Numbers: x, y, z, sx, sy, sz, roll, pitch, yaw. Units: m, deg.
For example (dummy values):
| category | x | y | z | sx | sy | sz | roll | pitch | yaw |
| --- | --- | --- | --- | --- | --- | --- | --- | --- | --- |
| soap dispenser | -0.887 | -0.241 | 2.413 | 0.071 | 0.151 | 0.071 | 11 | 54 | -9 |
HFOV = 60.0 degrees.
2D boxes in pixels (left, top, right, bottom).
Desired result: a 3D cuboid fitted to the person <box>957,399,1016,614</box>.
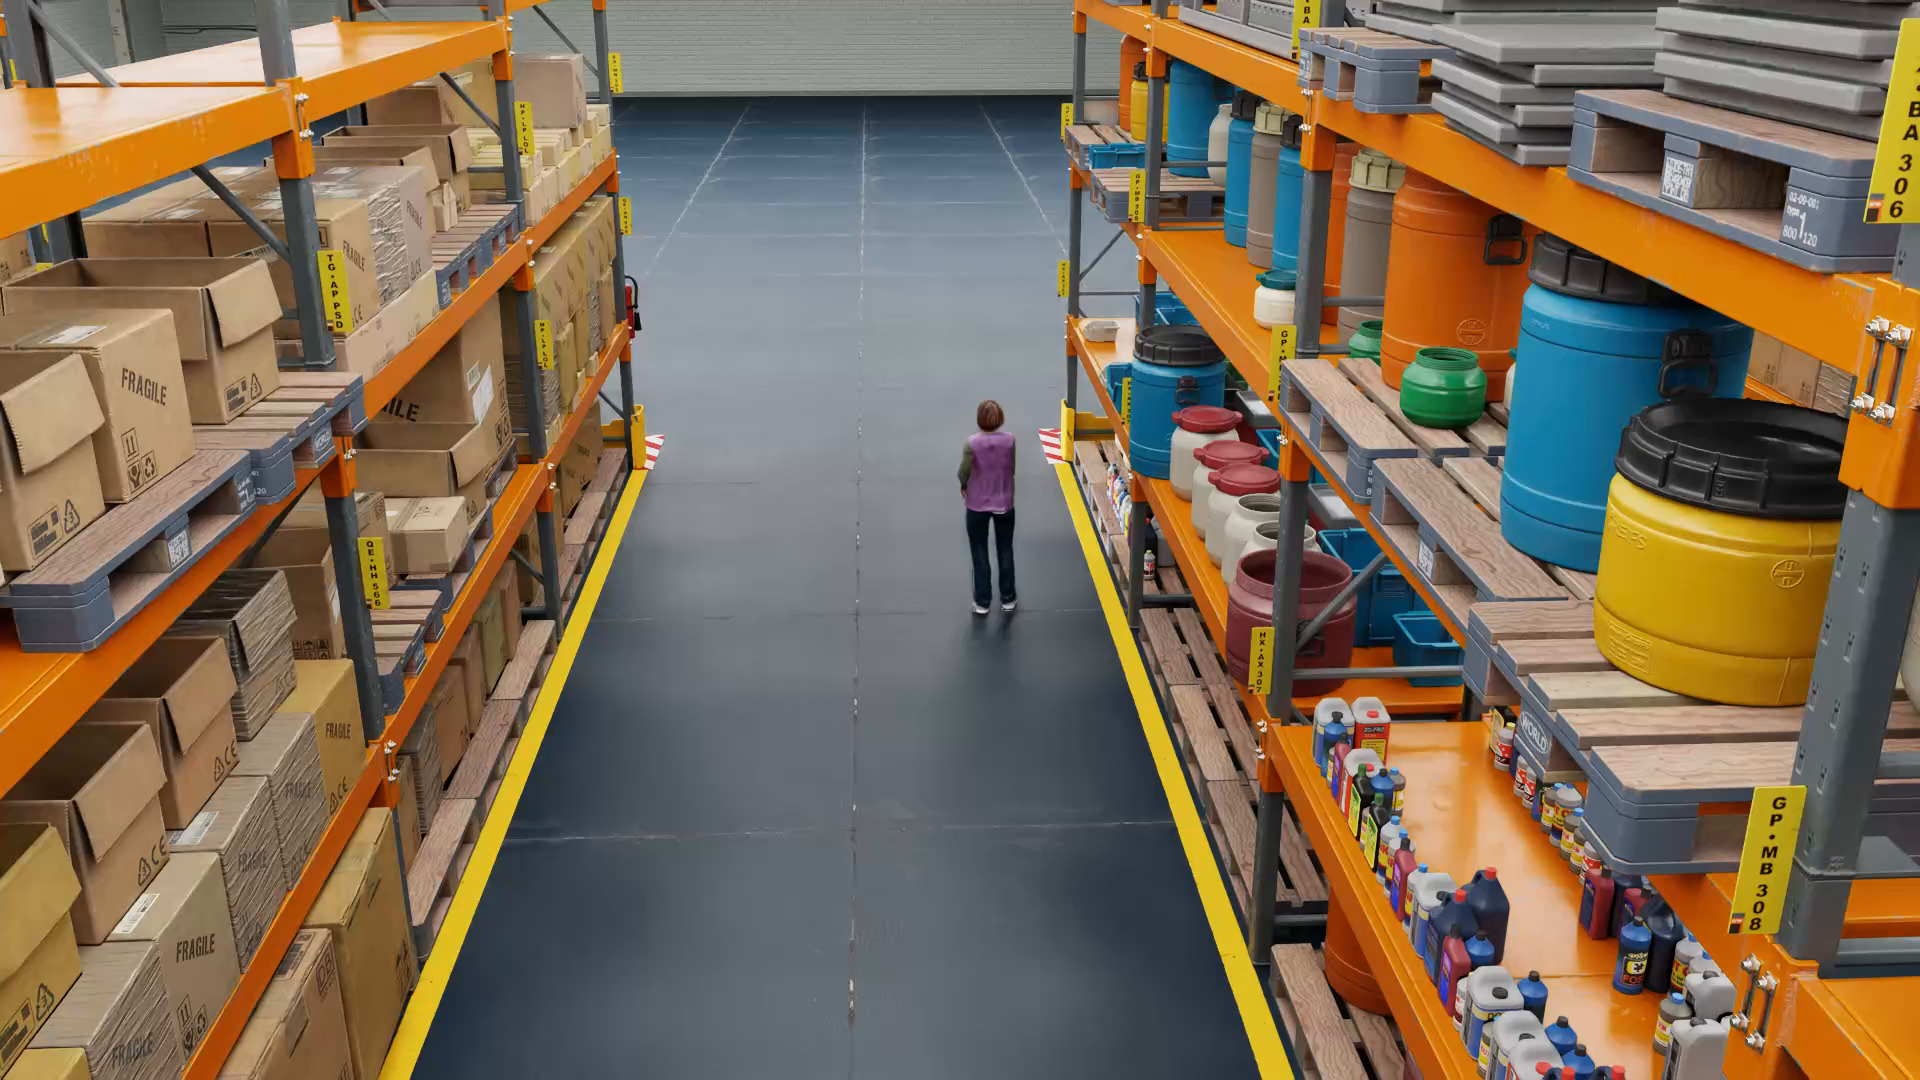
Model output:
| category | x | y | z | sx | sy | sz | roll | pitch | yaw |
| --- | --- | --- | --- | --- | --- | --- | --- | --- | --- |
| person | 0.202 | -0.254 | 11.755 | 0.465 | 1.602 | 0.450 | -6 | 22 | -16 |
